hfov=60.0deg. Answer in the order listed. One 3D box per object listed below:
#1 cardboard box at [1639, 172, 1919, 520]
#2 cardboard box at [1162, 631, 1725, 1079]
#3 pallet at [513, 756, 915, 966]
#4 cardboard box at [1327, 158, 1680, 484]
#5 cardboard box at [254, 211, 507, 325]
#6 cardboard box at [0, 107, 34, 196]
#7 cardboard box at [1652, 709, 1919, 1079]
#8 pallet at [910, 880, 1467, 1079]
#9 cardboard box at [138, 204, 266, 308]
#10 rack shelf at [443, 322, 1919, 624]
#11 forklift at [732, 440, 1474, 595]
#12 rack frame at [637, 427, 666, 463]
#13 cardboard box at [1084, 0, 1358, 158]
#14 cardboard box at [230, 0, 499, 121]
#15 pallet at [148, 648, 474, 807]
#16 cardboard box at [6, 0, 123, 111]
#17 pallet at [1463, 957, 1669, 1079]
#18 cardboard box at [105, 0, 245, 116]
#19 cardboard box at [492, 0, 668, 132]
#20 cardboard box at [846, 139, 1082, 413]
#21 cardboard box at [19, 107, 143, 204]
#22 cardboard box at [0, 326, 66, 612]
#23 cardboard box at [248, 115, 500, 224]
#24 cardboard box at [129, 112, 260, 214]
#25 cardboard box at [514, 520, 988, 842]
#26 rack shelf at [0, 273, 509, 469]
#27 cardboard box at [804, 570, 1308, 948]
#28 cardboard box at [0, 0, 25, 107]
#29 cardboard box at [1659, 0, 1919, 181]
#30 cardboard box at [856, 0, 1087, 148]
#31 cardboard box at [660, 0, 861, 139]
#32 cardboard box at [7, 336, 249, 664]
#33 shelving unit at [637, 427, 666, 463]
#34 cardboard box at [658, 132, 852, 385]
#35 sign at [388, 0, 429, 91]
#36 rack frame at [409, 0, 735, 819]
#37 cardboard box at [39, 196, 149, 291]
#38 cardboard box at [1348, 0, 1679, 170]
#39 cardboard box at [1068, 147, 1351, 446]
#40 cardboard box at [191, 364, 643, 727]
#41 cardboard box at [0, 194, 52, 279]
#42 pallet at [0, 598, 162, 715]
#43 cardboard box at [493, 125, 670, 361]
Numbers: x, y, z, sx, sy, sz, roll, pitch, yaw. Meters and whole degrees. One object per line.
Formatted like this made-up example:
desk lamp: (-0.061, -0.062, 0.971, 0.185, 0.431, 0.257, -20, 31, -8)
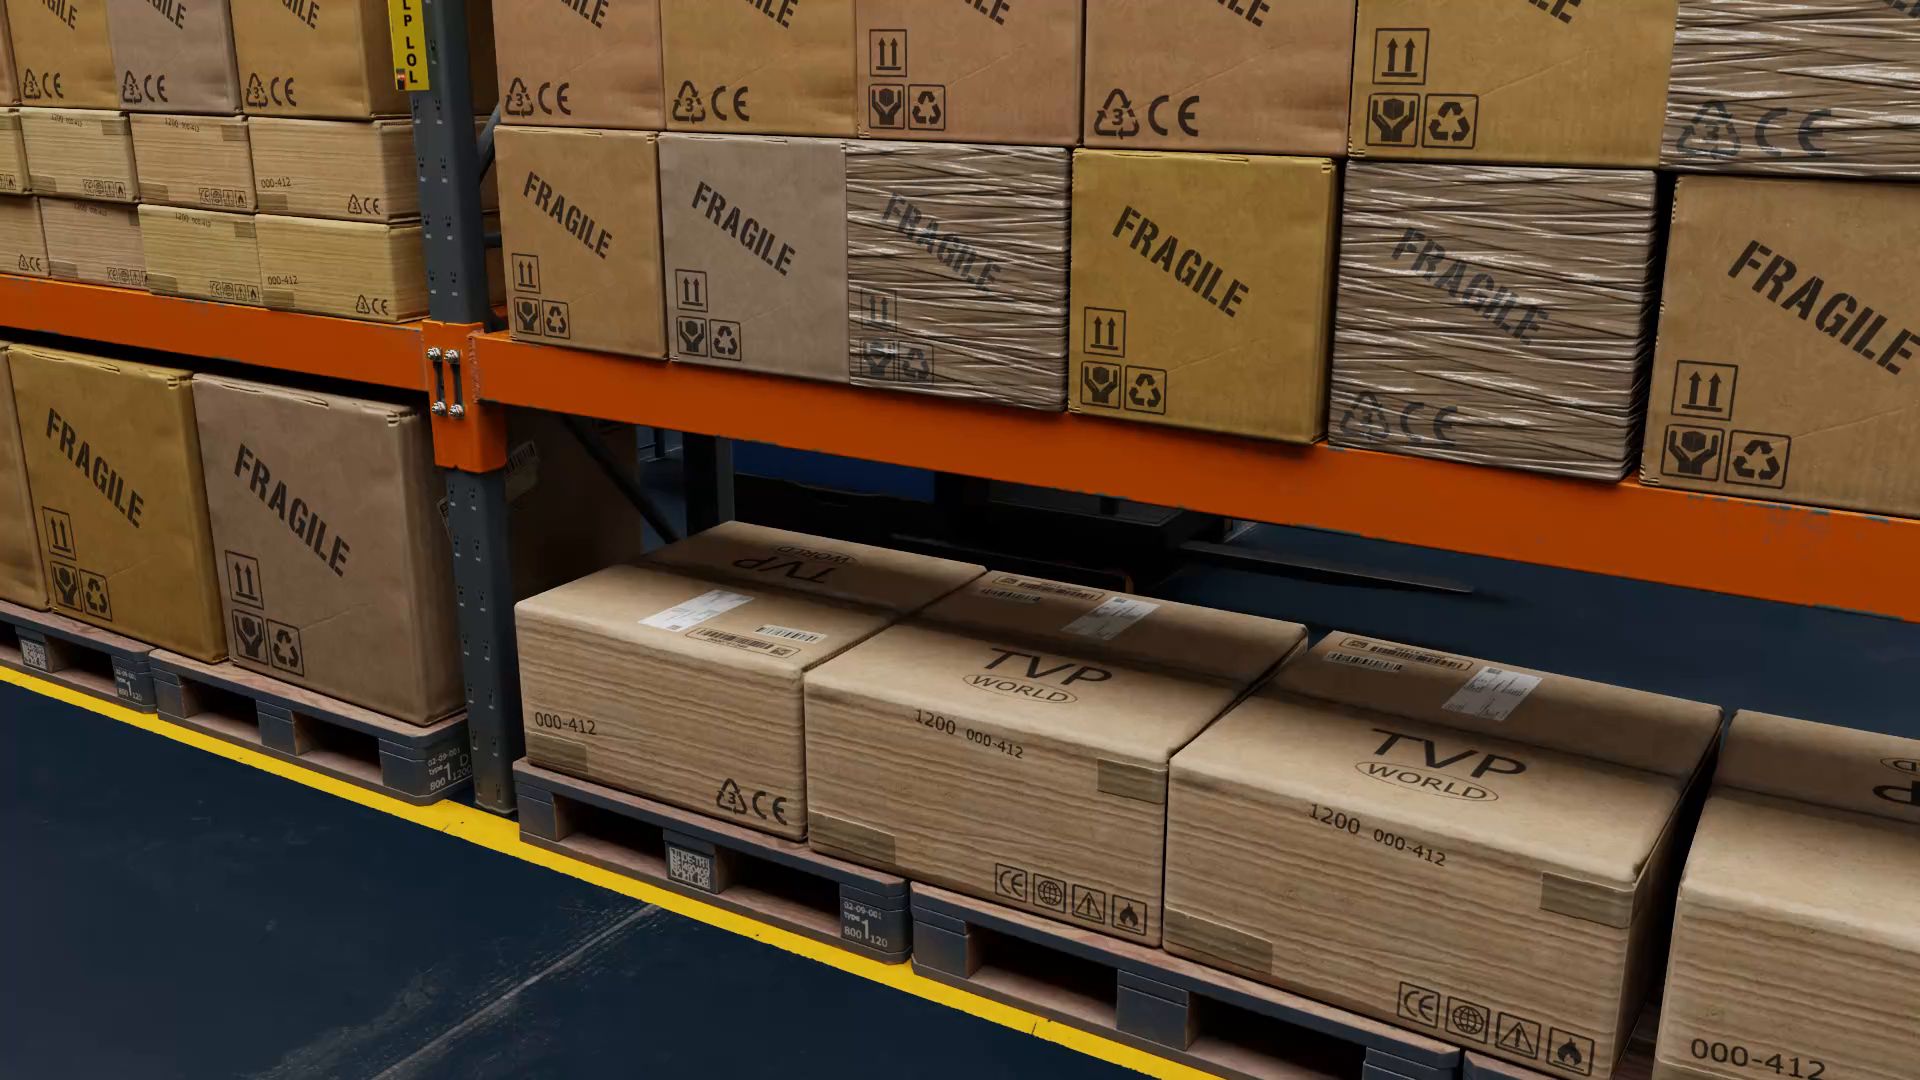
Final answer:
cardboard box: (1.441, -0.353, 2.710, 0.500, 0.500, 0.500, 10, 19, 29)
cardboard box: (1.011, 0.595, 3.447, 0.875, 0.438, 0.875, 11, 20, 32)
pallet: (-0.391, 0.644, 4.399, 1.213, 0.211, 1.003, 10, 20, 30)
cardboard box: (0.998, -0.429, 2.959, 0.500, 0.500, 0.500, 11, 20, 32)
cardboard box: (-1.512, -0.760, 4.479, 0.500, 0.250, 0.500, 10, 19, 29)
cardboard box: (-2.821, -1.225, 5.151, 0.500, 0.250, 0.500, 11, 20, 31)
cardboard box: (1.796, 0.732, 2.995, 0.875, 0.438, 0.875, 9, 19, 28)
pallet: (0.653, 0.829, 3.789, 1.213, 0.211, 1.003, 10, 20, 30)
cardboard box: (-1.946, -0.837, 4.735, 0.500, 0.250, 0.500, 10, 19, 29)
rack shelf: (0.706, -0.177, 3.541, 4.000, 0.370, 1.077, 10, 20, 30)
forklift: (0.544, -1.314, 6.163, 3.031, 2.935, 1.130, 9, 19, 28)
rack frame: (-1.606, -0.884, 7.856, 0.032, 1.125, 0.500, 11, 20, 32)
cardboard box: (0.567, -0.983, 3.064, 0.500, 0.500, 0.500, 10, 20, 30)
cardboard box: (-1.510, -1.358, 4.297, 0.500, 0.500, 0.500, 11, 20, 32)
pallet: (-1.695, 0.410, 5.168, 1.213, 0.211, 1.003, 10, 20, 30)
cardboard box: (-2.377, -1.516, 4.820, 0.500, 0.500, 0.500, 11, 20, 32)
pallet: (1.688, 1.015, 3.177, 1.213, 0.211, 1.003, 10, 20, 30)
cardboard box: (-1.955, -1.434, 4.550, 0.500, 0.500, 0.500, 11, 20, 31)
cardboard box: (-0.719, -1.219, 3.842, 0.500, 0.500, 0.500, 10, 20, 30)
cardboard box: (0.112, -0.582, 3.465, 0.500, 0.500, 0.500, 10, 20, 30)
cardboard box: (-2.375, -1.151, 4.908, 0.500, 0.250, 0.500, 11, 20, 31)
cardboard box: (-3.104, -0.356, 5.825, 0.875, 0.875, 0.875, 10, 20, 31)
cardboard box: (-1.501, -1.000, 4.410, 0.500, 0.250, 0.500, 10, 20, 30)
cardboard box: (-1.931, -1.074, 4.654, 0.500, 0.250, 0.500, 11, 20, 31)
cardboard box: (-0.519, 0.322, 4.347, 0.875, 0.438, 0.875, 10, 19, 29)
rack shelf: (-2.702, -0.786, 5.544, 4.000, 0.370, 1.077, 10, 20, 30)
cardboard box: (0.244, 0.458, 3.900, 0.875, 0.438, 0.875, 9, 19, 28)
cardboard box: (-2.826, -1.591, 5.067, 0.500, 0.500, 0.500, 10, 20, 31)
cardboard box: (1.414, -0.830, 2.560, 0.500, 0.500, 0.500, 10, 20, 30)
cardboard box: (0.139, -1.060, 3.318, 0.500, 0.500, 0.500, 11, 20, 31)
cardboard box: (-0.292, -1.141, 3.584, 0.500, 0.500, 0.500, 10, 19, 29)
cardboard box: (-2.342, -0.220, 5.377, 0.875, 0.875, 0.875, 11, 20, 32)
shelving unit: (-1.185, -0.801, 7.583, 1.048, 1.125, 0.538, 11, 20, 32)
cardboard box: (-0.309, -0.660, 3.720, 0.500, 0.500, 0.500, 10, 20, 30)
sign: (-1.274, -1.206, 3.834, 0.005, 0.325, 0.100, 10, 20, 30)
rack frame: (-0.998, -0.826, 4.438, 0.127, 3.000, 1.000, 10, 20, 30)
cardboard box: (-2.366, -0.919, 5.003, 0.500, 0.250, 0.500, 10, 19, 29)
cardboard box: (0.995, -0.906, 2.810, 0.500, 0.500, 0.500, 10, 20, 30)
cardboard box: (0.551, -0.504, 3.207, 0.500, 0.500, 0.500, 11, 20, 32)
cardboard box: (-1.568, -0.084, 4.931, 0.875, 0.875, 0.875, 11, 20, 32)
cardboard box: (-2.808, -0.996, 5.258, 0.500, 0.250, 0.500, 10, 20, 30)
pallet: (-2.739, 0.225, 5.778, 1.213, 0.211, 1.003, 10, 20, 30)
cardboard box: (-0.735, -0.737, 3.975, 0.500, 0.500, 0.500, 11, 20, 32)
